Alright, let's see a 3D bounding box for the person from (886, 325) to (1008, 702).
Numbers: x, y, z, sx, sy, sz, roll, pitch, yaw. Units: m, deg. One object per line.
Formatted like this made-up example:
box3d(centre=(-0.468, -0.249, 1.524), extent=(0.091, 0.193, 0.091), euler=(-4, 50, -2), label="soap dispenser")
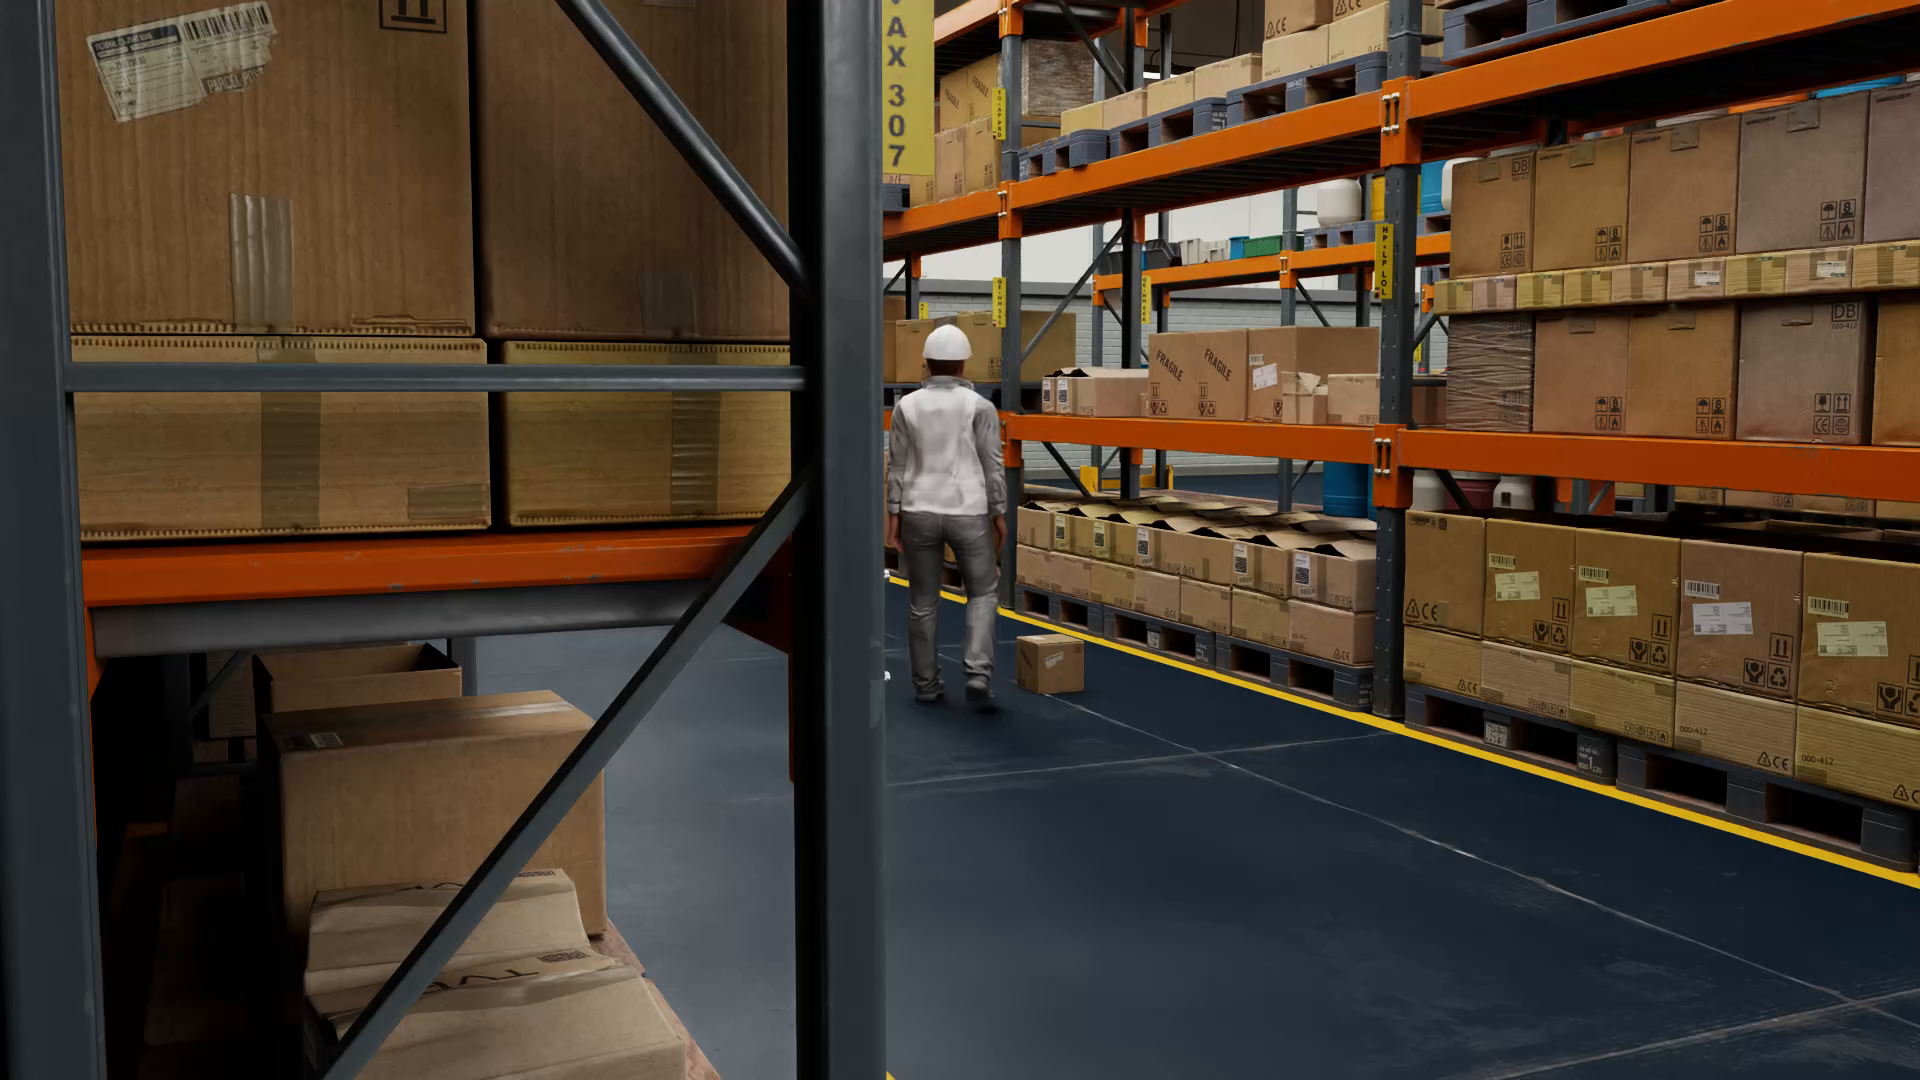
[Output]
box3d(centre=(-0.057, -0.115, 7.795), extent=(0.575, 1.773, 0.586), euler=(1, 5, 12), label="person")
